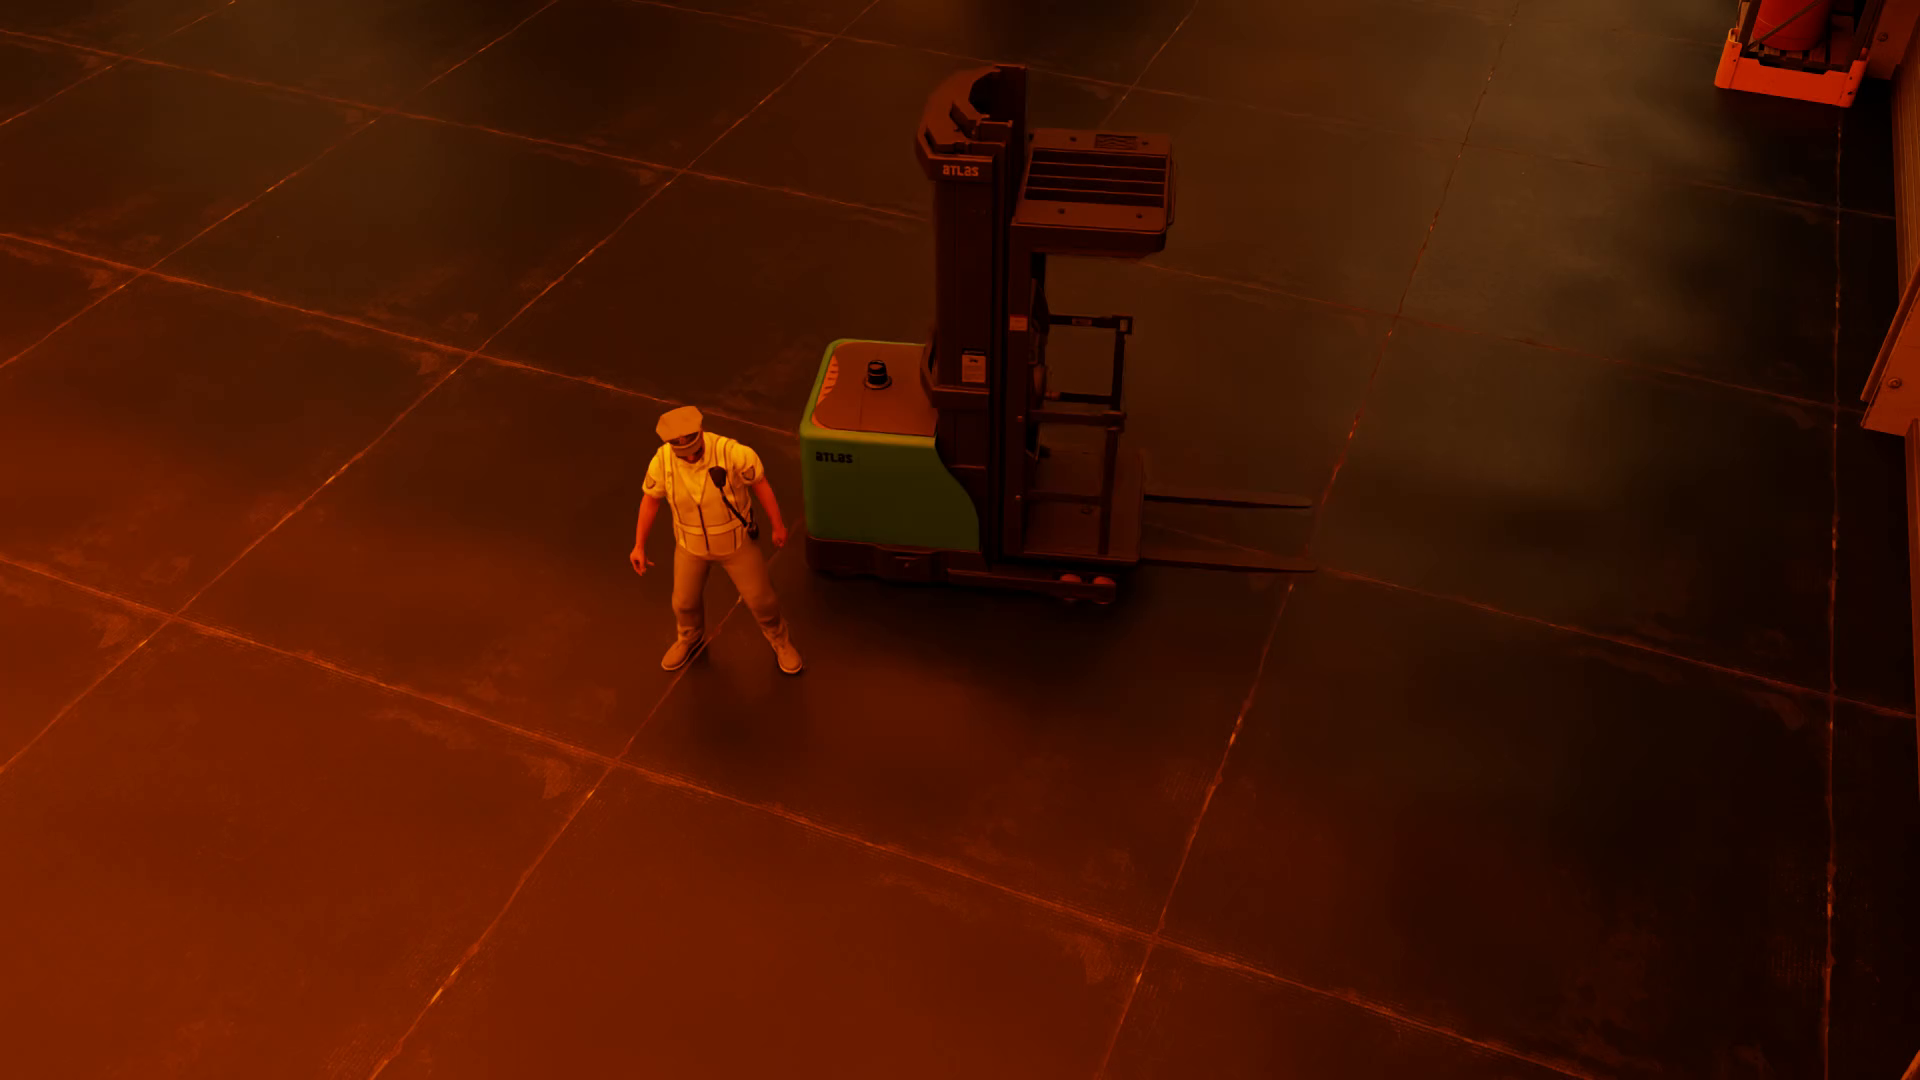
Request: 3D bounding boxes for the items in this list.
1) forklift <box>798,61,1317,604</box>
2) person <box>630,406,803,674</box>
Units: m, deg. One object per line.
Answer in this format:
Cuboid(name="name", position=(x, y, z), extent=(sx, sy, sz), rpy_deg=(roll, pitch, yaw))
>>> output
Cuboid(name="forklift", position=(0.626, -1.108, 9.329), extent=(3.031, 2.935, 1.130), rpy_deg=(5, 40, 5))
Cuboid(name="person", position=(-1.324, -0.005, 8.964), extent=(0.873, 1.716, 0.406), rpy_deg=(1, 40, 1))
